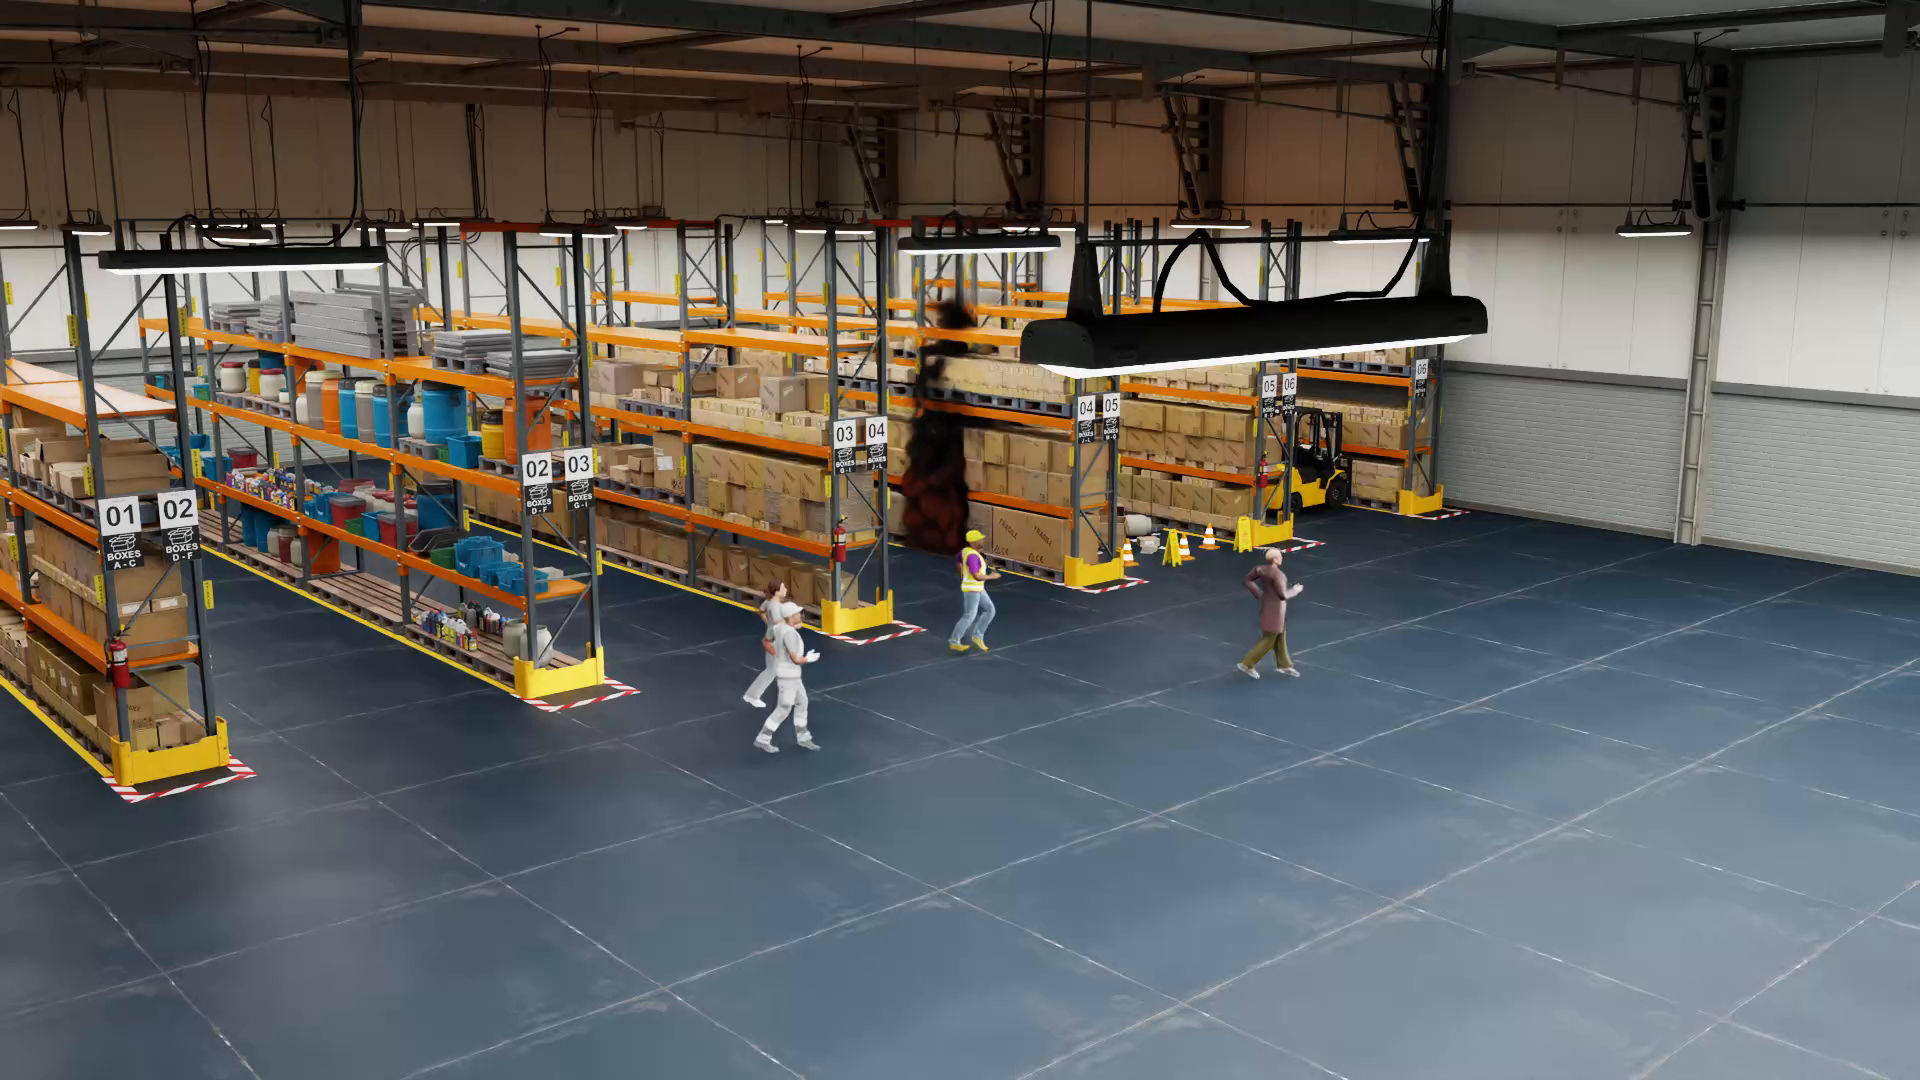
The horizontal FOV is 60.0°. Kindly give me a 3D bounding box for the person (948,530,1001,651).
[{"bbox_3d":[0.223,0.739,23.813,0.763,1.785,0.681,1,11,5],"label":"person"}]

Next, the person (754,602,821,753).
[{"bbox_3d":[-2.018,1.620,19.326,0.817,1.844,0.683,-3,12,-16],"label":"person"}]

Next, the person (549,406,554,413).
[{"bbox_3d":[-9.670,-2.275,39.028,0.787,1.810,0.718,-1,11,-6],"label":"person"}]

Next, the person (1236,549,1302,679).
[{"bbox_3d":[4.176,1.004,22.284,0.986,1.808,0.701,-3,12,-12],"label":"person"}]

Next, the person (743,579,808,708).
[{"bbox_3d":[-2.351,1.335,21.041,0.822,1.711,0.583,-2,12,-10],"label":"person"}]
